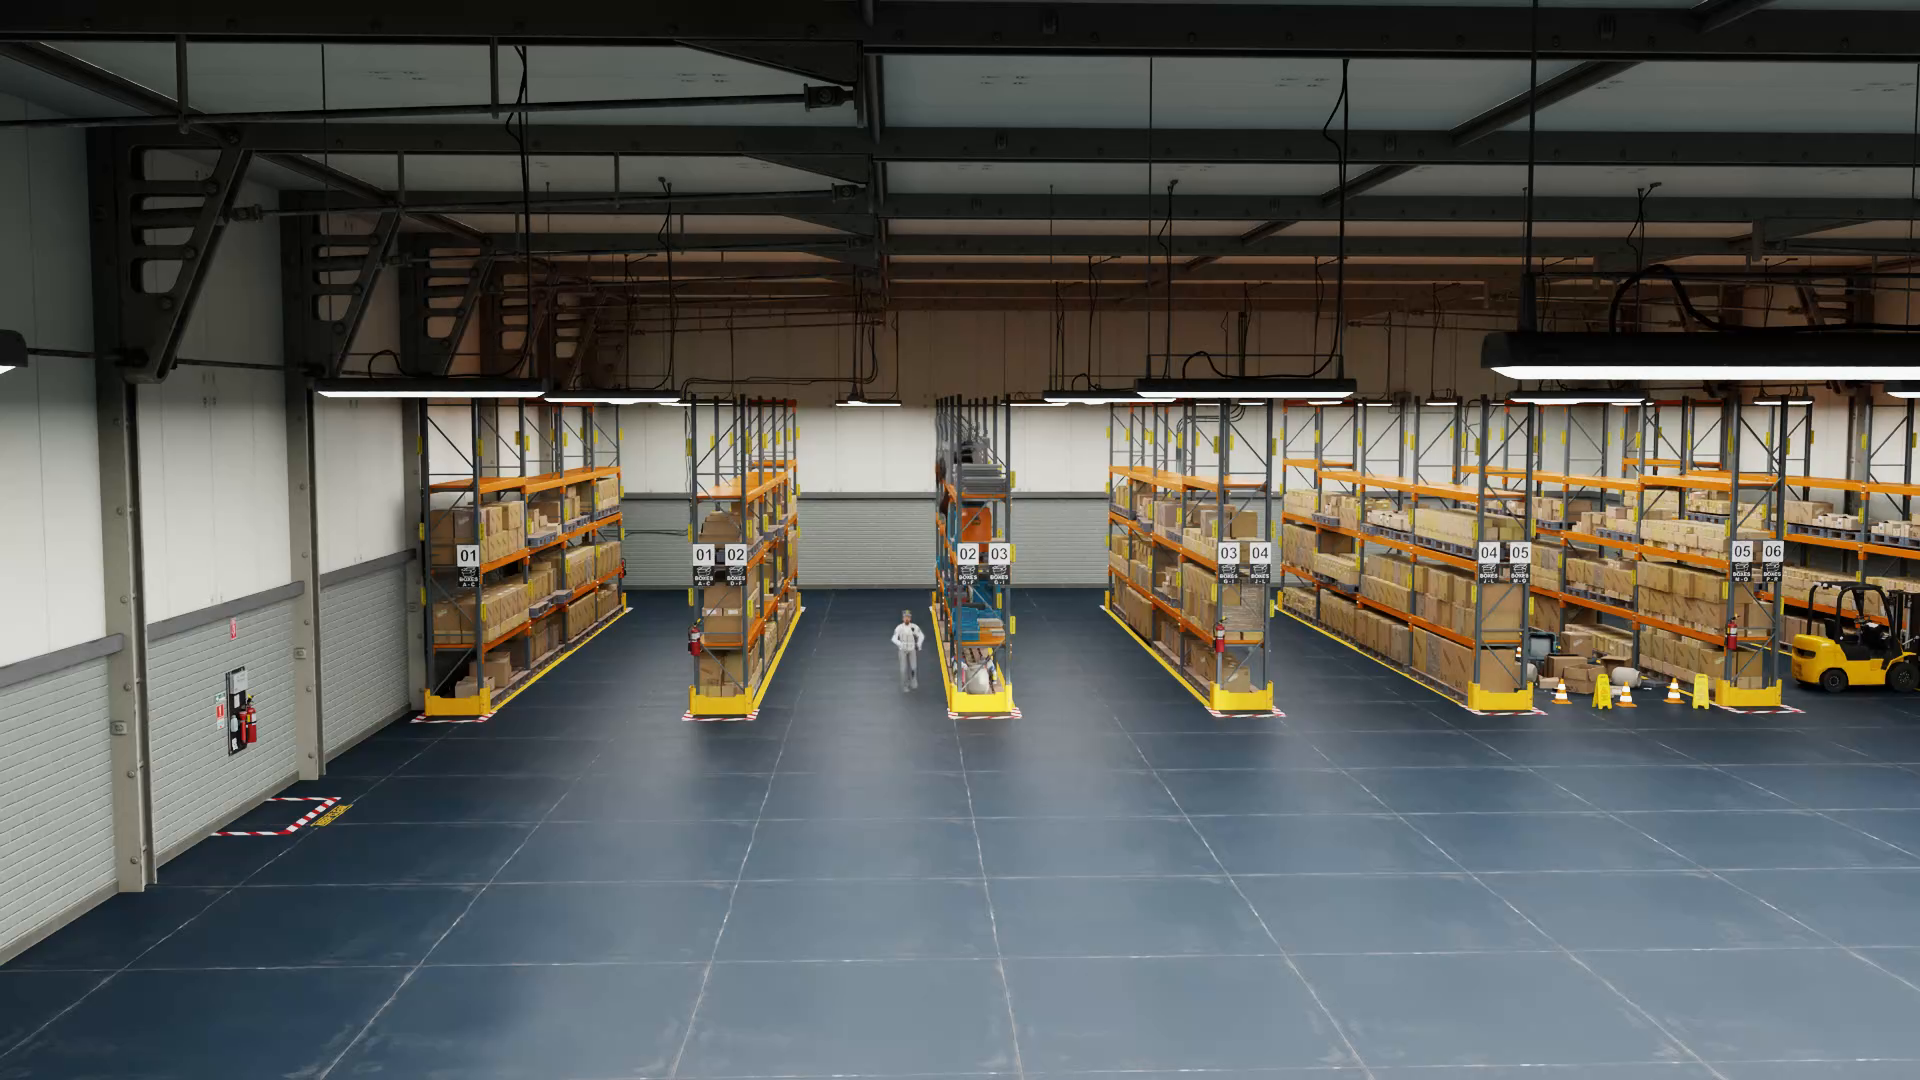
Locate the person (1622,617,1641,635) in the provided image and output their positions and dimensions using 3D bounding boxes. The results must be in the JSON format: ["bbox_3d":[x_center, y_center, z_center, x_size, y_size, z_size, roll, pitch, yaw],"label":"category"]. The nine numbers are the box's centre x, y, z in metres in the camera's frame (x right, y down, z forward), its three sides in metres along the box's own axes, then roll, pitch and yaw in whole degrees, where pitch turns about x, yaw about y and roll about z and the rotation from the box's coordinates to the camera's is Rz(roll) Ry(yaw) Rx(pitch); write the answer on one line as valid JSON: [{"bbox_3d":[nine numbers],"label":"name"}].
[{"bbox_3d":[16.702,1.600,41.312,0.683,1.715,0.700,-1,5,-8],"label":"person"}]

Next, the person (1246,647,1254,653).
[{"bbox_3d":[6.770,1.775,39.426,0.654,1.711,0.897,-1,5,-9],"label":"person"}]

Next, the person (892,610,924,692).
[{"bbox_3d":[-1.055,2.250,33.634,0.649,1.664,0.545,0,4,-2],"label":"person"}]
